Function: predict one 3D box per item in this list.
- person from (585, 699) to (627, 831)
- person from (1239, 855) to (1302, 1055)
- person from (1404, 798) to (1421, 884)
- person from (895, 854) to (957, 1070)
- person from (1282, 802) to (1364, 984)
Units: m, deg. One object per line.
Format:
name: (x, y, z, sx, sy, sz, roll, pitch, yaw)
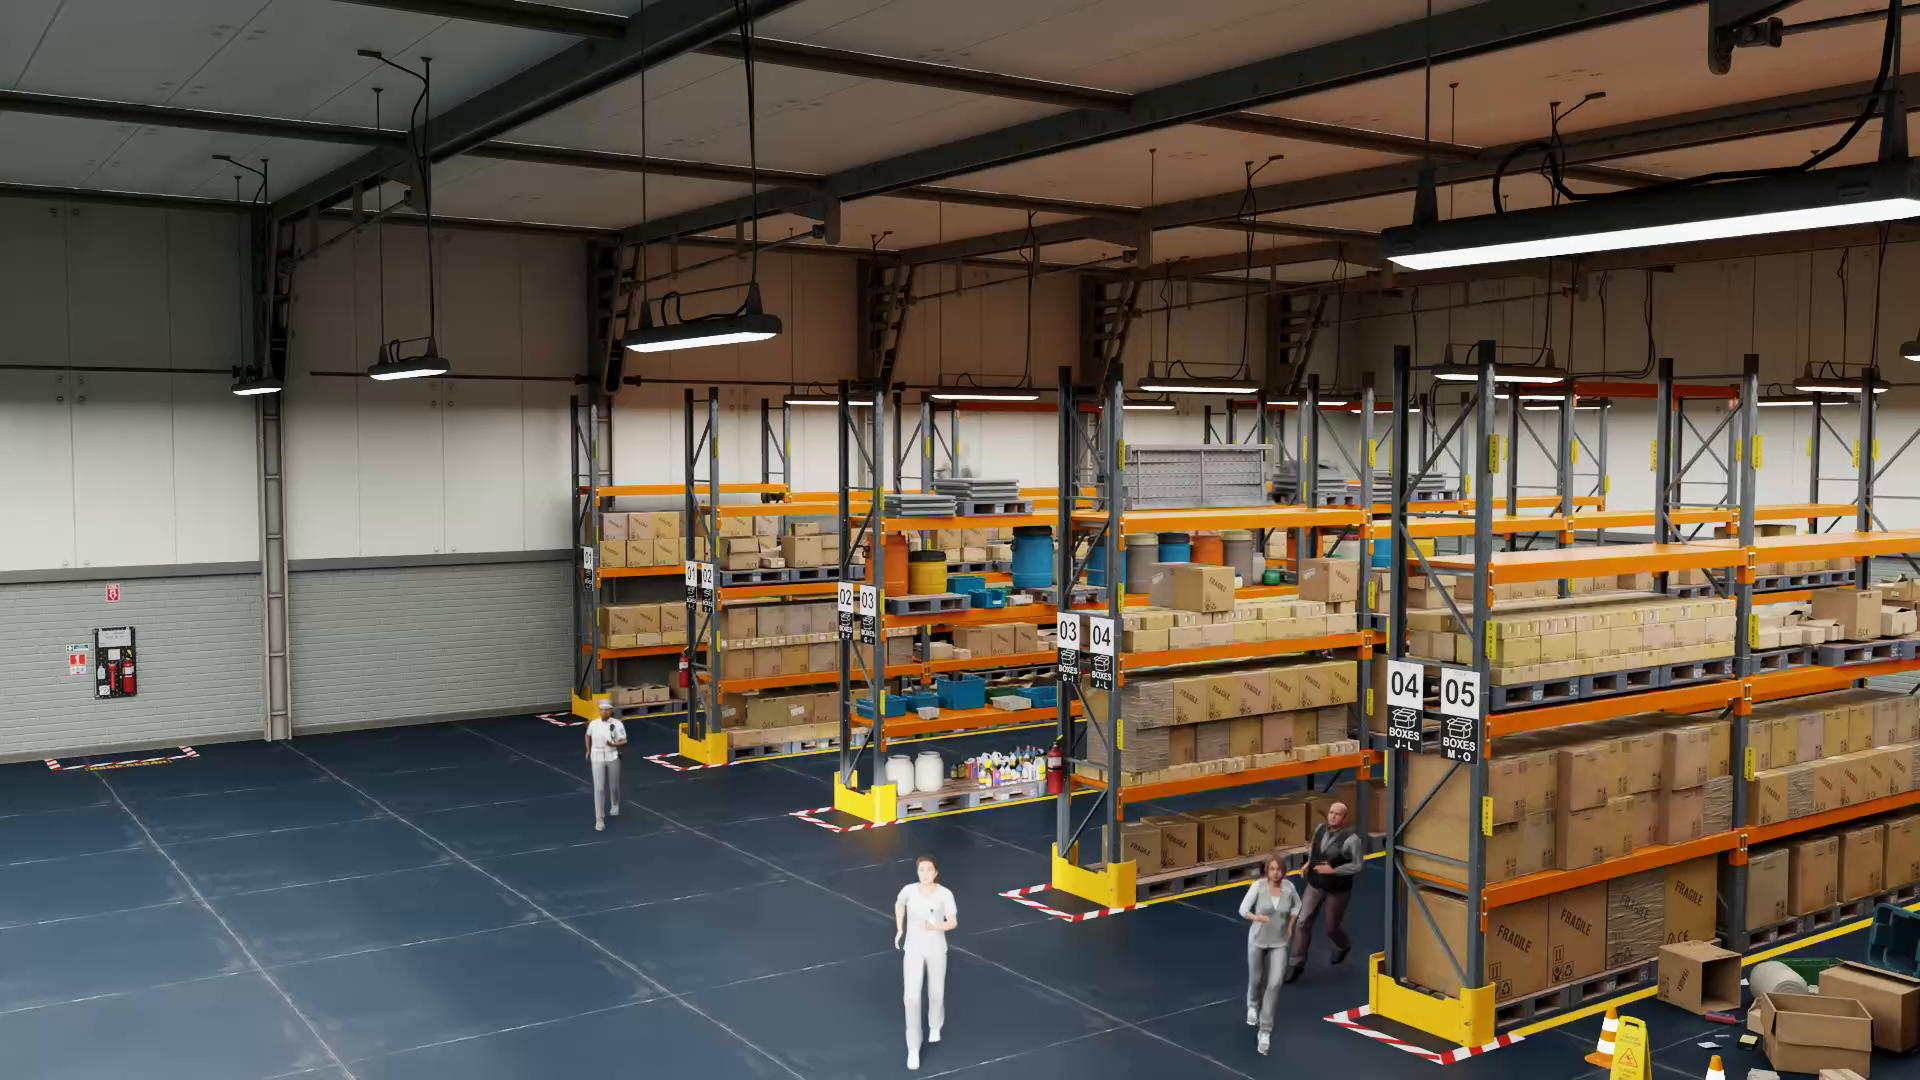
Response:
person: (-4.740, 2.957, 22.257, 0.576, 1.686, 0.919, 0, 3, -7)
person: (2.657, 3.497, 14.309, 0.517, 1.627, 0.772, 0, 3, 8)
person: (5.066, 3.229, 17.793, 0.697, 1.751, 0.868, 3, 4, 37)
person: (-0.288, 3.483, 13.949, 0.537, 1.723, 0.768, 0, 3, 3)
person: (3.564, 3.351, 15.915, 0.682, 1.717, 0.938, 3, 5, 43)
